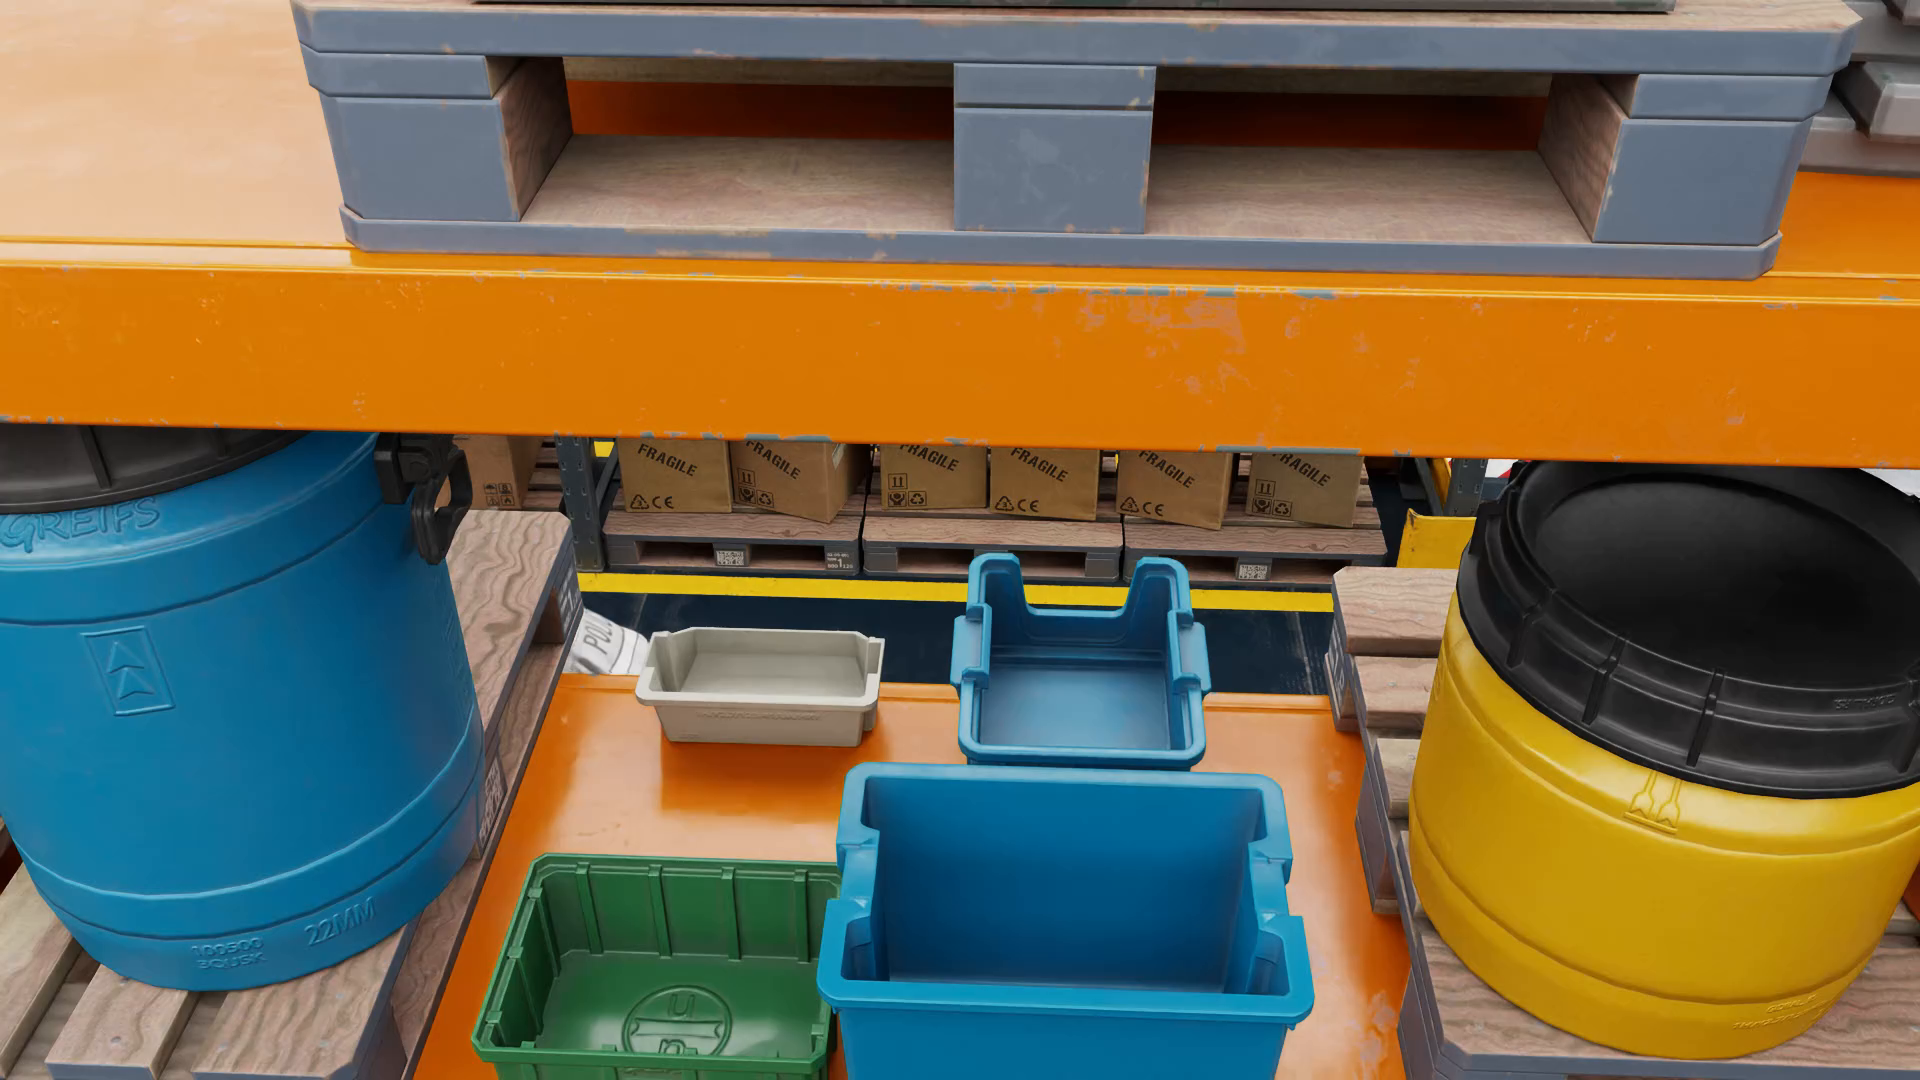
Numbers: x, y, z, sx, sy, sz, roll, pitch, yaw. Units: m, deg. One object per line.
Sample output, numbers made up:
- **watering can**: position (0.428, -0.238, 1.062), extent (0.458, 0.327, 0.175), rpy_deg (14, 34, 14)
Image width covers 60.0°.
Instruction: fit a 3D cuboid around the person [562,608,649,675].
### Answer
- **person**: position (-1.600, 0.505, 6.556), extent (0.828, 0.969, 0.492), rpy_deg (1, 36, 1)
